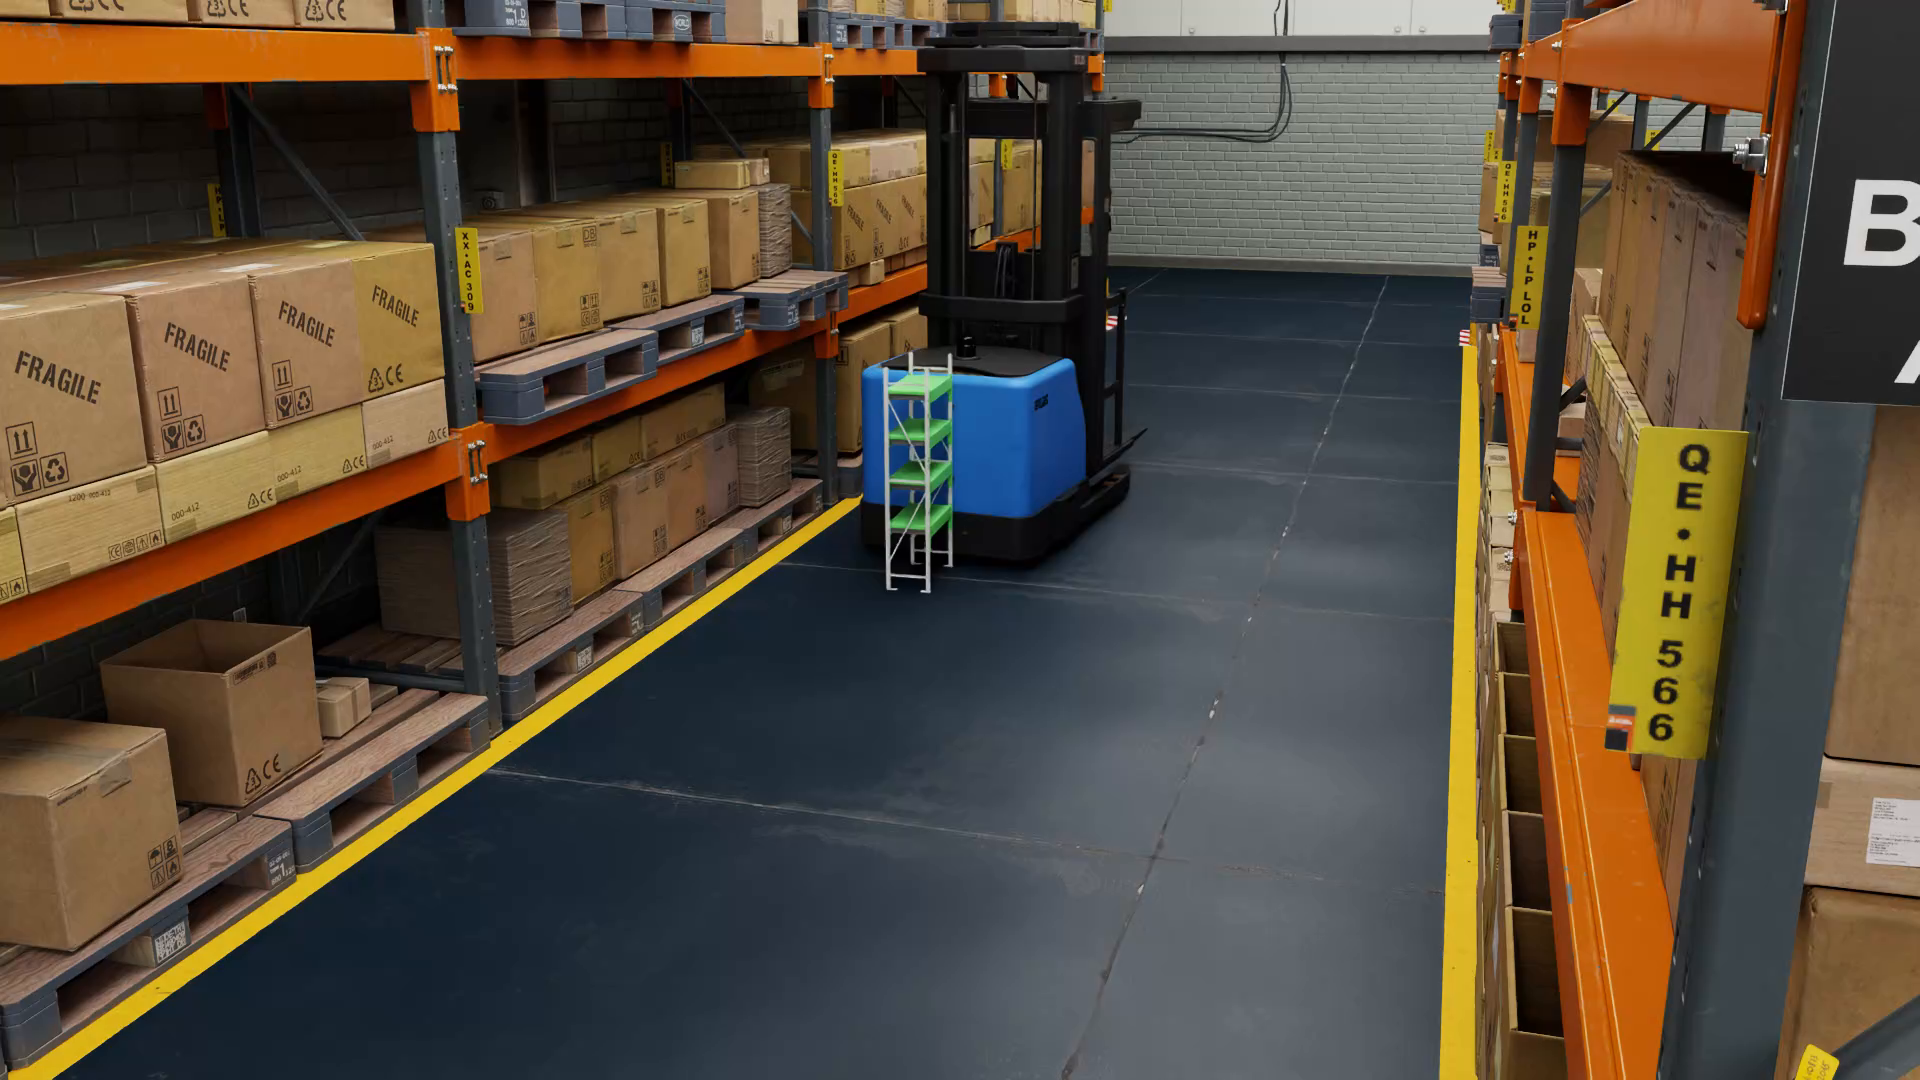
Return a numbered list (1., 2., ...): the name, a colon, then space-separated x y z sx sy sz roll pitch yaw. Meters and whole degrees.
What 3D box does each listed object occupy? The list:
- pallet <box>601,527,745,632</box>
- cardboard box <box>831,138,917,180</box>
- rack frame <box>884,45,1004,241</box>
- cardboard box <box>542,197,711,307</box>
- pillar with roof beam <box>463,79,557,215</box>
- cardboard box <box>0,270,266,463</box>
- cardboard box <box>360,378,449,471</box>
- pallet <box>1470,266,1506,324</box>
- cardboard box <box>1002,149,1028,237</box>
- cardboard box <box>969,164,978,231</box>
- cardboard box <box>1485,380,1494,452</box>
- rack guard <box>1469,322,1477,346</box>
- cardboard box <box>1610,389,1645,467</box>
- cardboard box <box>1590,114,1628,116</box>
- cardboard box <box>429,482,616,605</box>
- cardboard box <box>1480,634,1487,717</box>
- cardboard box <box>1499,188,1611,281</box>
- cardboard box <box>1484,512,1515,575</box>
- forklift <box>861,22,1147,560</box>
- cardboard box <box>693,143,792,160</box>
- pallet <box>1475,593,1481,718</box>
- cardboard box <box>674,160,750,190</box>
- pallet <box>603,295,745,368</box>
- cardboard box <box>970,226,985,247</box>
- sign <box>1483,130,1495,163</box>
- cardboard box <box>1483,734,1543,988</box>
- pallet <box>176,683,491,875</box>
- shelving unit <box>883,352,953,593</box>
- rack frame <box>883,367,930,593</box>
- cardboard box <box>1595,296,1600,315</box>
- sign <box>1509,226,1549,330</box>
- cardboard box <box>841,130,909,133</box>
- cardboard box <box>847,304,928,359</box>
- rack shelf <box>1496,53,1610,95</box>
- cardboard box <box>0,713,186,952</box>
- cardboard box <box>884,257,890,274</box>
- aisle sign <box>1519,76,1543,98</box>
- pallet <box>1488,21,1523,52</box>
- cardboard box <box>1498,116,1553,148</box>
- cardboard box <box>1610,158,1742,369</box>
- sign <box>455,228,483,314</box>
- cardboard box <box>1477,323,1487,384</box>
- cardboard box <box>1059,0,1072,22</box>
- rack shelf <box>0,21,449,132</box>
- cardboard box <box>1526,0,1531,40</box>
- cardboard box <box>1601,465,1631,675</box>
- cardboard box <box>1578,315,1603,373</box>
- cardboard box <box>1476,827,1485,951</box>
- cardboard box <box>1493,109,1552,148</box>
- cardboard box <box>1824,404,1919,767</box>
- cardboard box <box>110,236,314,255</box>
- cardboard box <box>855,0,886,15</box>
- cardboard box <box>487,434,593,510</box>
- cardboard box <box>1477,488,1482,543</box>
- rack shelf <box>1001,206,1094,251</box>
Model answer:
1. pallet: -1.849 0.159 8.883 1.003 0.211 1.213 5 16 16
2. cardboard box: -0.610 -2.637 11.492 0.500 0.250 0.500 5 17 16
3. rack frame: -0.140 -2.752 14.034 1.000 3.000 0.127 5 16 16
4. cardboard box: -1.733 -1.514 8.679 0.700 0.500 0.500 5 16 16
5. pillar with roof beam: 1.652 -3.985 7.386 9.100 9.000 0.400 5 16 16
6. cardboard box: -2.541 -0.547 5.126 0.500 0.500 0.500 4 16 14
7. cardboard box: -2.257 -0.449 6.153 0.500 0.250 0.500 5 16 16
8. pallet: 3.599 -1.413 9.664 1.213 0.211 1.003 5 16 16
9. cardboard box: 0.030 -3.037 14.489 0.980 0.700 0.700 5 17 17
10. cardboard box: -0.165 -2.678 13.009 0.500 0.500 0.500 5 17 16
11. cardboard box: 3.662 -0.730 10.679 0.500 0.500 0.500 4 16 14
12. rack guard: 5.726 -2.193 16.644 1.175 0.500 0.348 5 16 16
13. cardboard box: 1.713 -0.243 3.817 0.380 0.149 0.250 4 16 14
14. cardboard box: 5.453 -3.404 14.318 0.500 0.500 0.500 5 17 18
15. cardboard box: -2.121 -0.001 8.110 0.700 0.500 0.500 4 16 15
16. cardboard box: 2.323 0.582 6.550 0.500 0.250 0.500 4 16 15
17. cardboard box: 3.545 -1.746 9.535 0.700 0.500 0.500 -1 16 -3
18. cardboard box: 2.610 0.049 7.401 0.500 0.311 0.500 4 16 15
19. forklift: 0.455 -1.656 10.297 1.130 2.935 3.031 6 17 21
20. cardboard box: -1.396 -2.406 10.675 0.500 0.250 0.500 5 17 17
21. pallet: 2.854 0.550 7.504 1.003 0.211 1.213 5 16 16
22. cardboard box: -1.423 -2.099 9.555 0.380 0.149 0.250 2 16 7
23. pallet: -1.800 -1.092 8.534 1.003 0.211 1.213 5 16 16
24. cardboard box: -0.014 -2.462 13.437 0.380 0.149 0.250 5 17 17
25. sign: 5.227 -3.874 16.403 0.100 0.325 0.005 5 16 16
26. cardboard box: 1.621 0.843 4.255 0.500 0.500 0.500 5 16 16
27. pallet: -2.570 0.861 6.407 1.003 0.211 1.213 5 16 16
28. shelving unit: -0.218 -0.369 8.931 0.258 1.200 0.503 4 16 13
29. rack frame: -0.276 -0.304 8.703 0.240 1.200 0.015 4 16 13
30. cardboard box: 2.721 -0.661 6.480 0.500 0.500 0.500 6 17 20
31. sign: 1.814 -0.834 5.296 0.100 0.325 0.005 5 16 16
32. cardboard box: -0.663 -3.076 13.038 0.500 0.250 0.500 5 17 17
33. cardboard box: -0.687 -1.284 12.029 0.750 0.750 0.750 5 16 16
34. rack shelf: 5.179 -3.989 14.217 1.077 0.370 4.000 5 16 16
35. cardboard box: -2.849 0.867 5.049 0.700 0.500 0.500 4 16 12
36. cardboard box: -0.706 -1.934 11.576 0.380 0.149 0.250 5 17 17
37. aisle sign: 5.485 -4.706 16.161 0.394 0.787 0.004 5 16 16
38. pallet: 4.358 -3.556 11.717 1.213 0.211 1.003 5 16 16
39. cardboard box: 4.649 -3.184 13.544 0.500 0.500 0.500 4 16 15
40. cardboard box: 2.075 -0.699 4.236 0.700 0.500 0.500 5 16 16
41. sign: -1.891 -1.035 6.396 0.100 0.325 0.005 5 16 16
42. cardboard box: 4.501 -1.549 13.567 0.500 0.500 0.500 5 16 16
43. cardboard box: 0.753 -4.934 15.554 0.500 0.250 0.500 4 16 14
44. rack shelf: -2.982 -1.233 4.499 1.077 0.370 4.000 5 16 16
45. cardboard box: 3.566 -2.930 8.982 0.910 0.500 0.500 5 16 16
46. cardboard box: 1.927 0.062 3.930 0.700 0.500 0.500 5 17 17
47. cardboard box: 2.075 -0.581 5.007 0.380 0.149 0.250 5 16 16
48. cardboard box: 1.768 1.073 4.818 0.500 0.250 0.500 5 16 16
49. cardboard box: 5.368 -3.849 15.886 0.500 0.500 0.500 5 17 18
50. cardboard box: 1.360 -0.036 1.900 0.700 0.500 0.500 5 16 16
51. cardboard box: -2.747 -0.850 6.194 0.500 0.500 0.500 4 16 15
52. cardboard box: -0.924 -3.826 11.335 0.700 0.500 0.500 6 17 19
53. cardboard box: -2.098 -0.338 7.924 0.500 0.250 0.500 4 16 15
54. cardboard box: 3.043 -0.087 8.909 0.500 0.250 0.500 5 16 16
55. rack shelf: 0.429 -2.929 15.977 1.077 0.370 4.000 5 16 16
